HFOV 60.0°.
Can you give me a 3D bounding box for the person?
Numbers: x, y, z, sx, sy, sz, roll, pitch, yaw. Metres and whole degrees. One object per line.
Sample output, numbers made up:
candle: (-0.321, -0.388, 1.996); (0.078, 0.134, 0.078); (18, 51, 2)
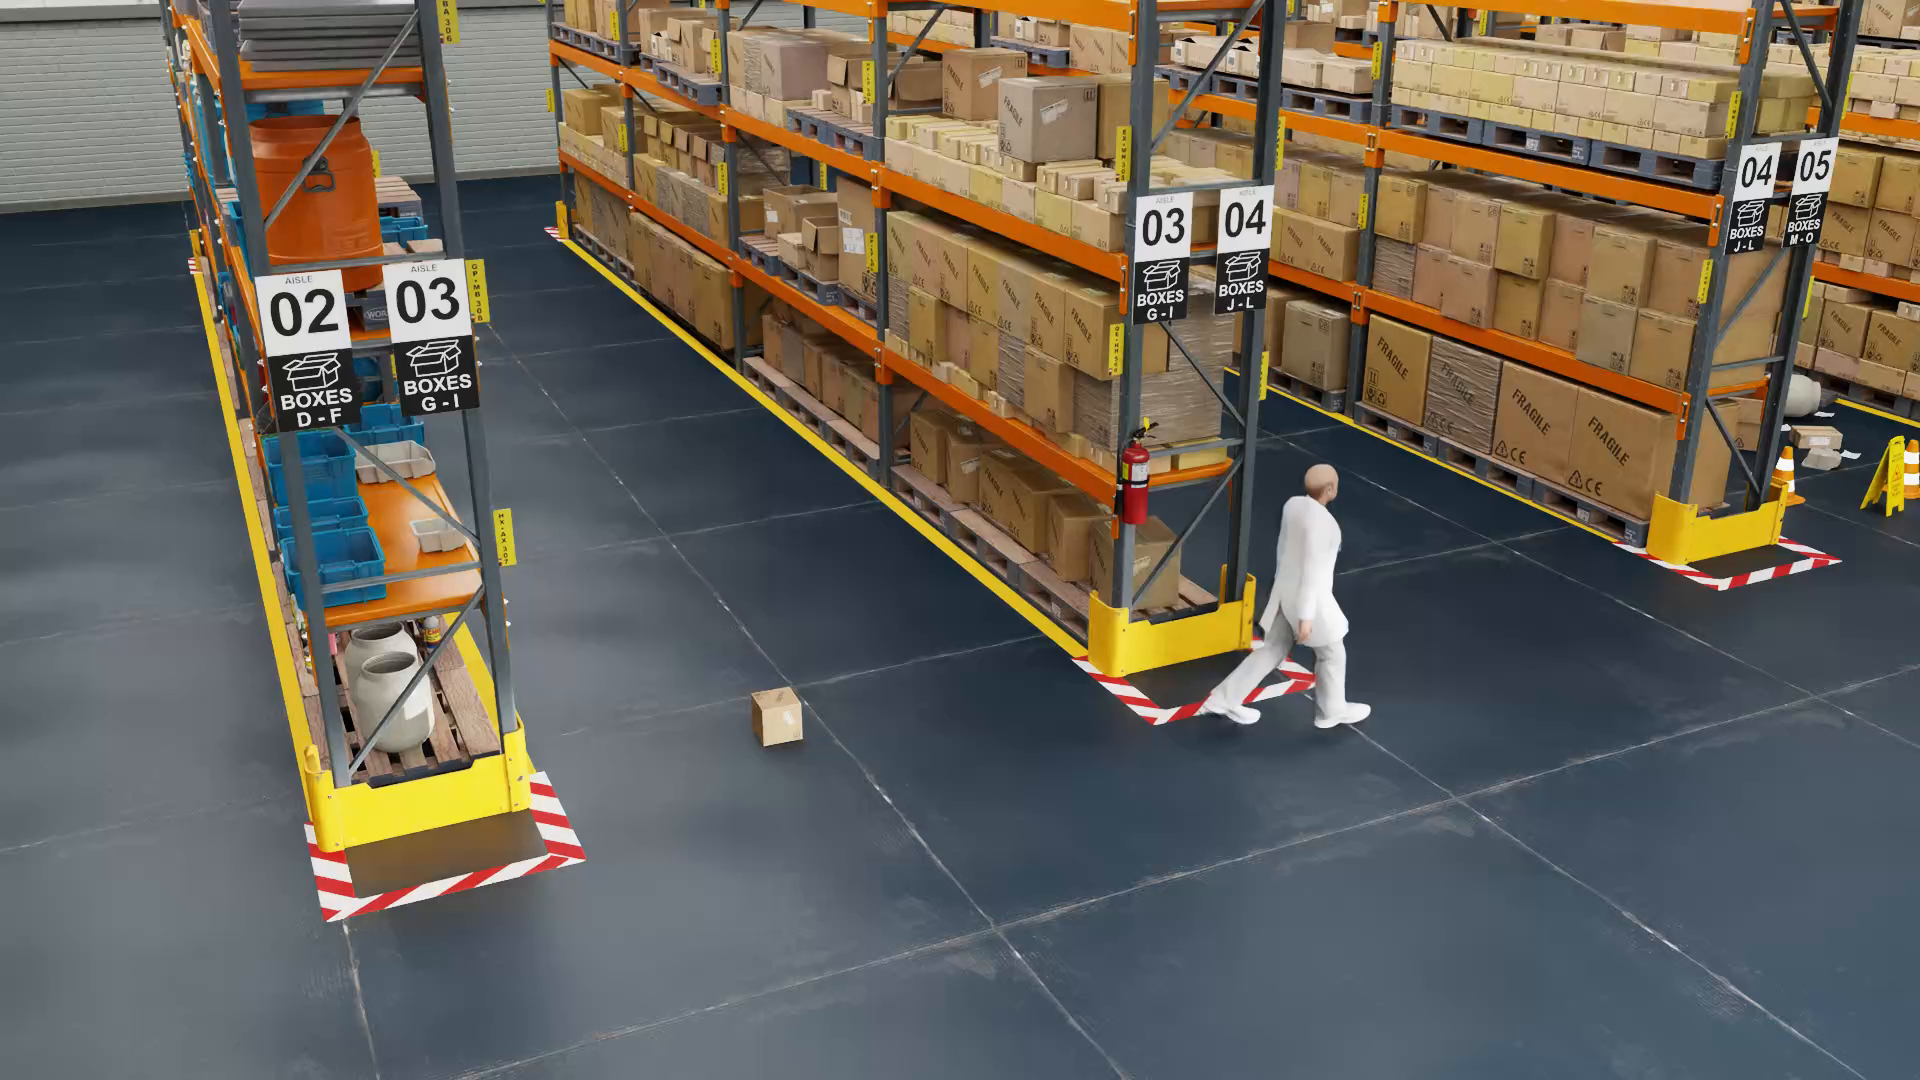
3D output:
person: (2.050, 0.360, 10.186); (1.081, 1.740, 0.600); (-7, 23, -17)
